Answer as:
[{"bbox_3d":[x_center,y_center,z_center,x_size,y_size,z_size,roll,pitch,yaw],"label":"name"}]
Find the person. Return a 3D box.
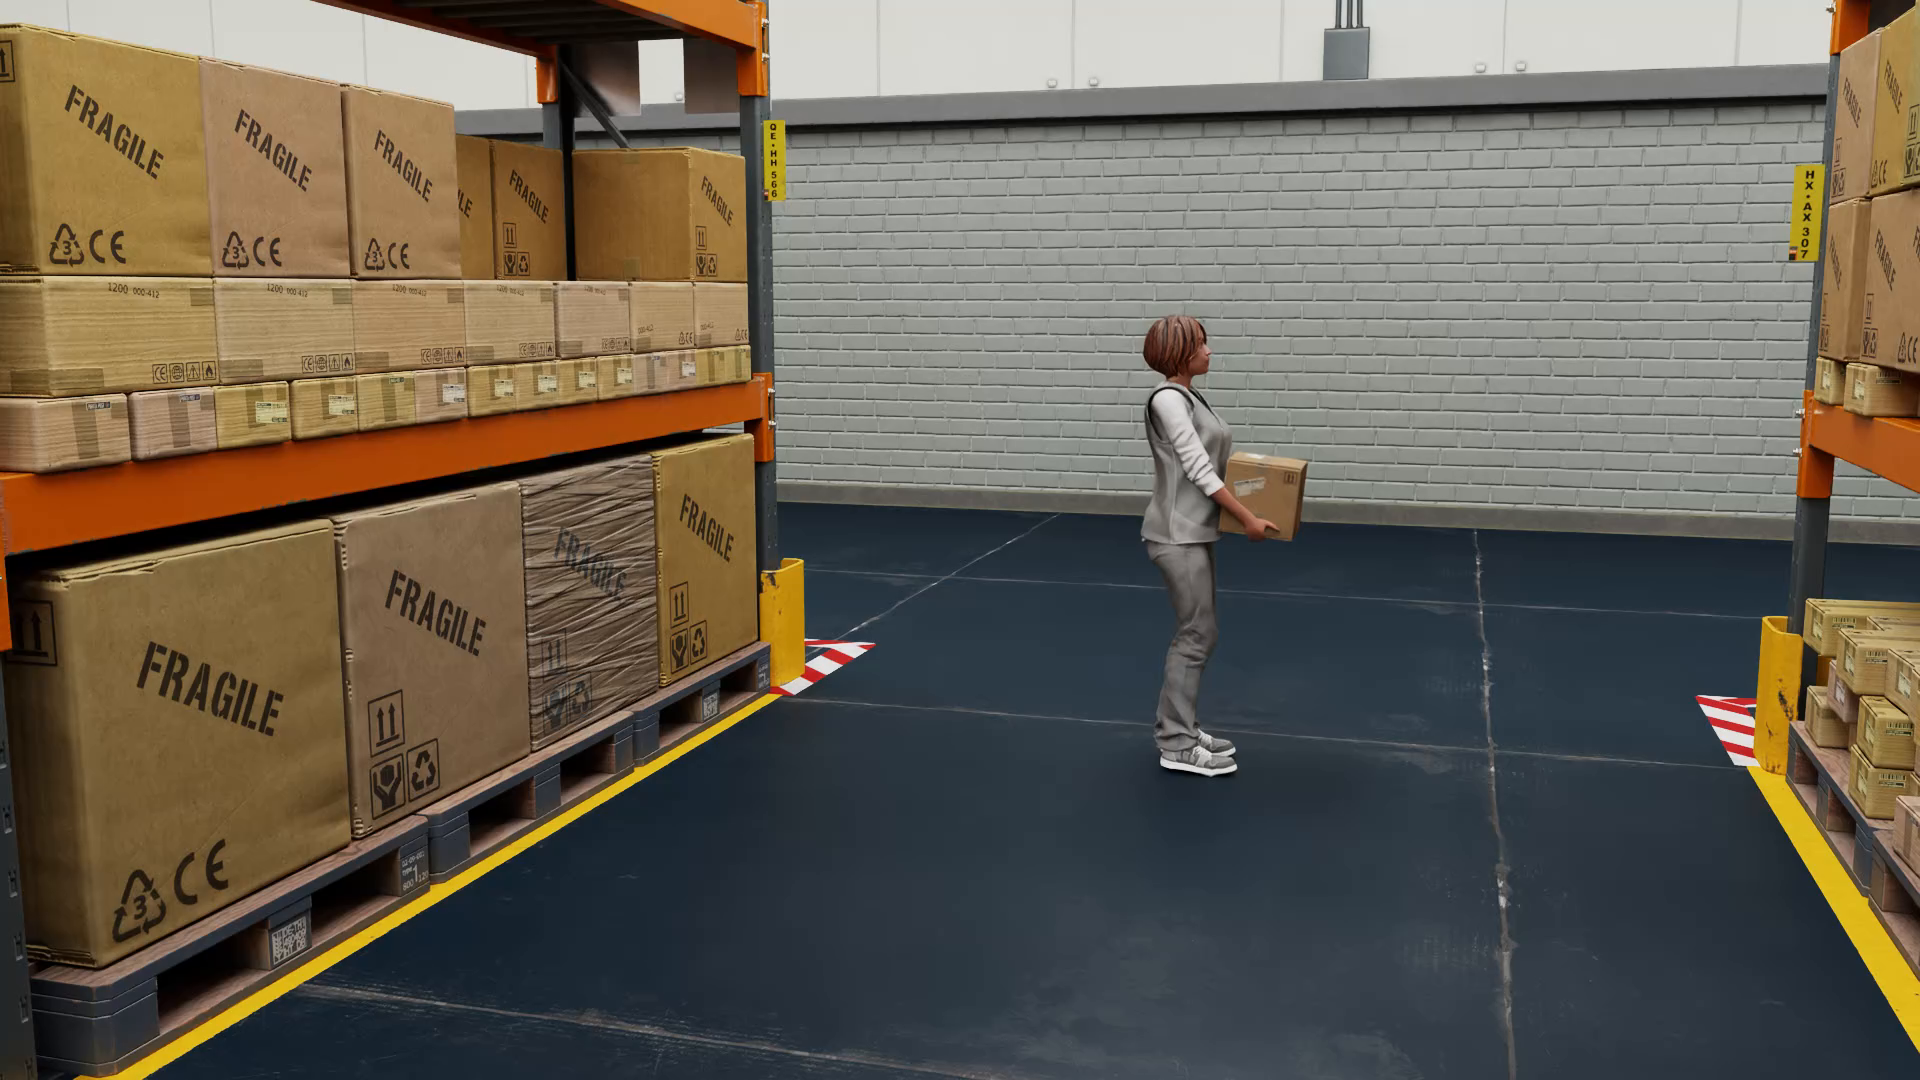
[{"bbox_3d":[0.824,0.131,5.838,0.356,1.345,0.408,3,9,16],"label":"person"}]
